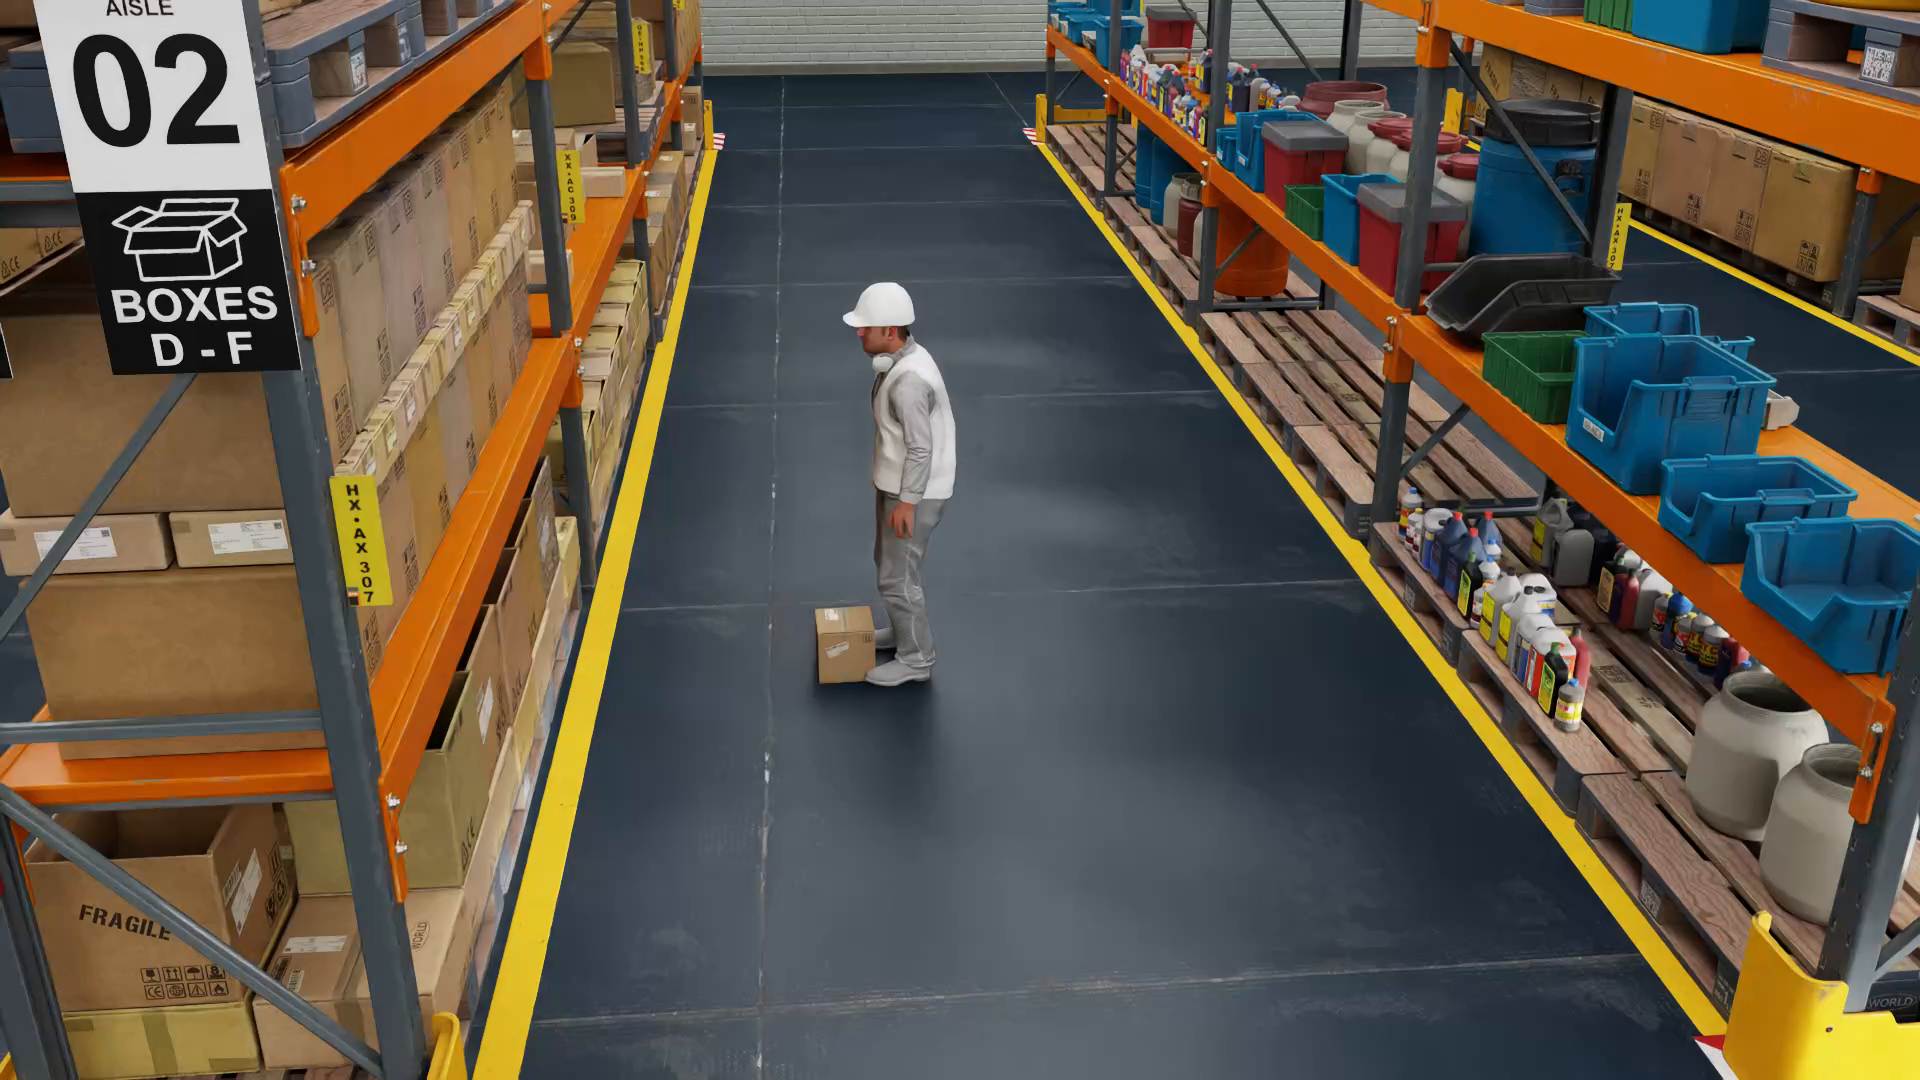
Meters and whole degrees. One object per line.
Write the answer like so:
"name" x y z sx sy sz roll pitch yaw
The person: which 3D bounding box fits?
"person" -0.252 -0.242 7.121 0.462 1.771 0.593 -4 24 -8
